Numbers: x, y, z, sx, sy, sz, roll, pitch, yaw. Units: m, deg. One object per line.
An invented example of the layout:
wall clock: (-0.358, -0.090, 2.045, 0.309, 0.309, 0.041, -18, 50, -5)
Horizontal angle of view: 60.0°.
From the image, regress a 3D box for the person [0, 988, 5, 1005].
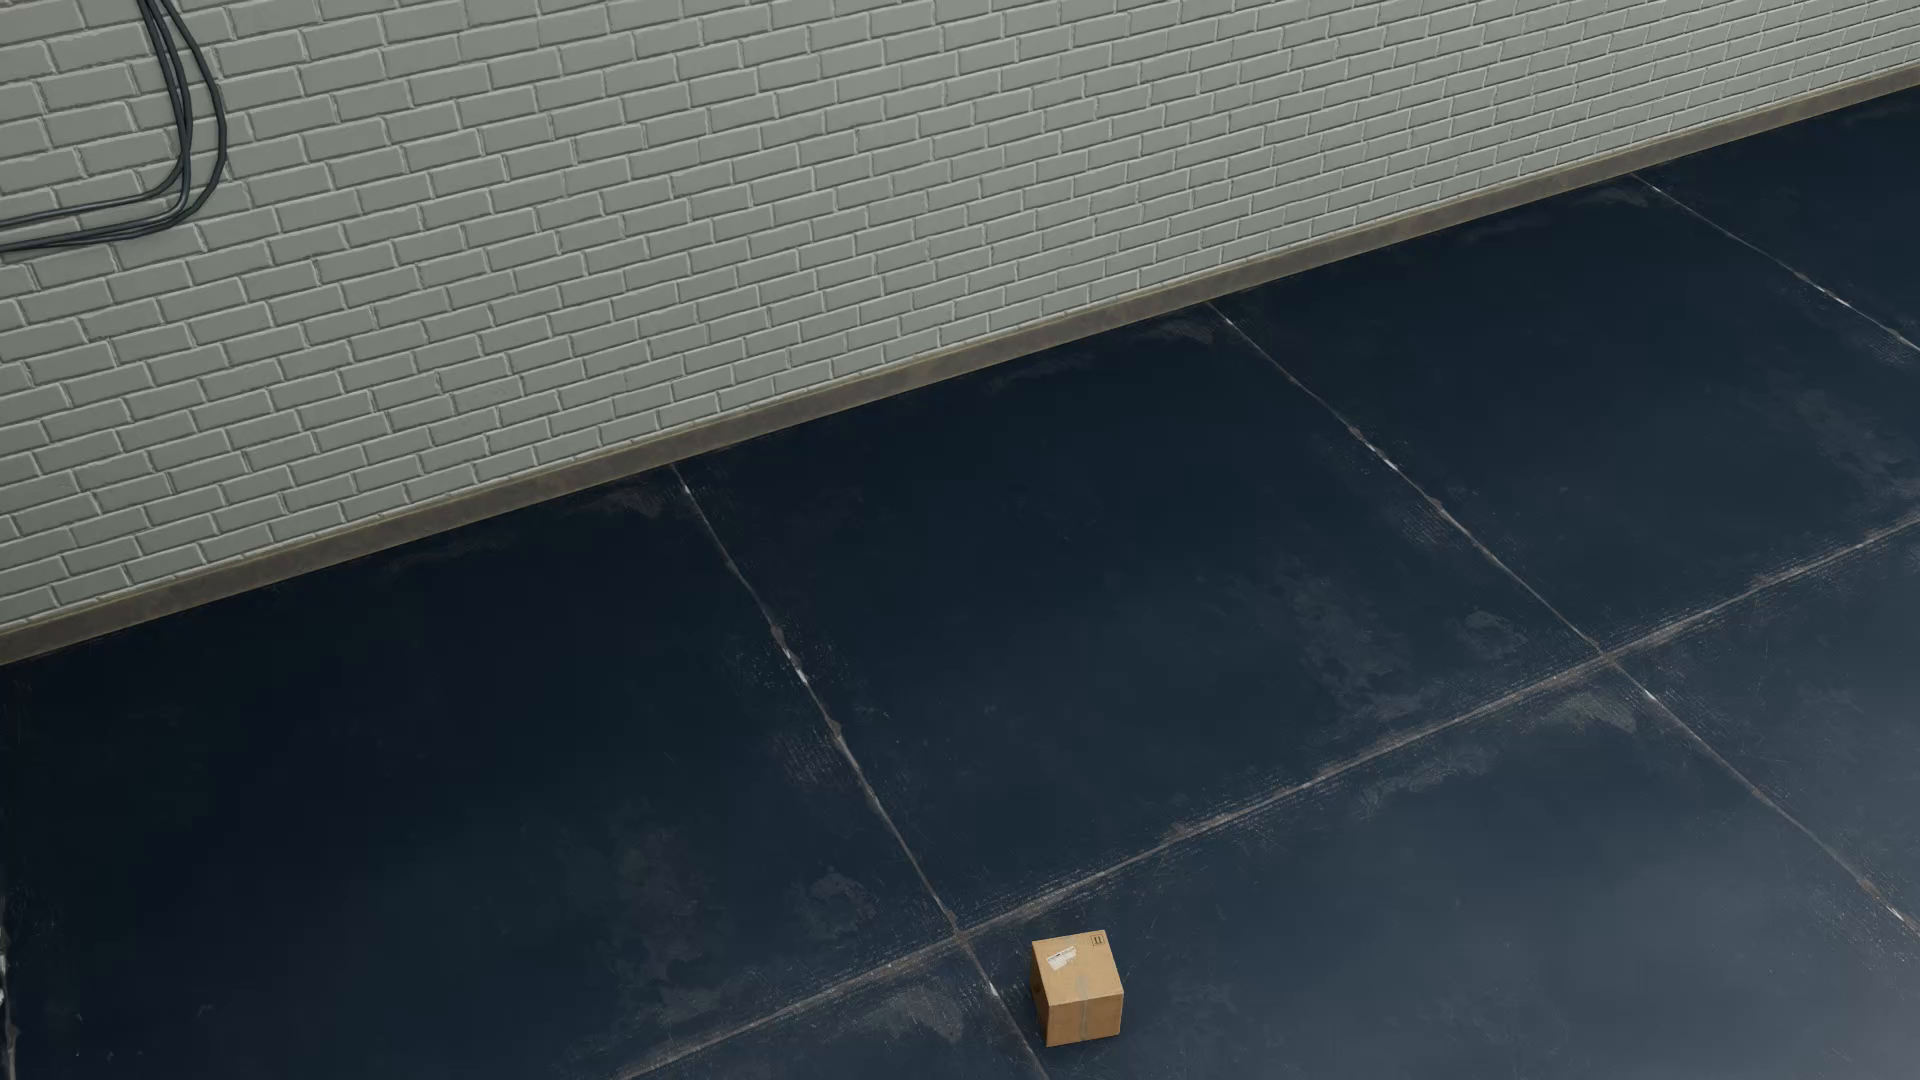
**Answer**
person: (-3.593, 1.058, 4.964, 0.817, 1.666, 0.478, -10, 42, -11)
